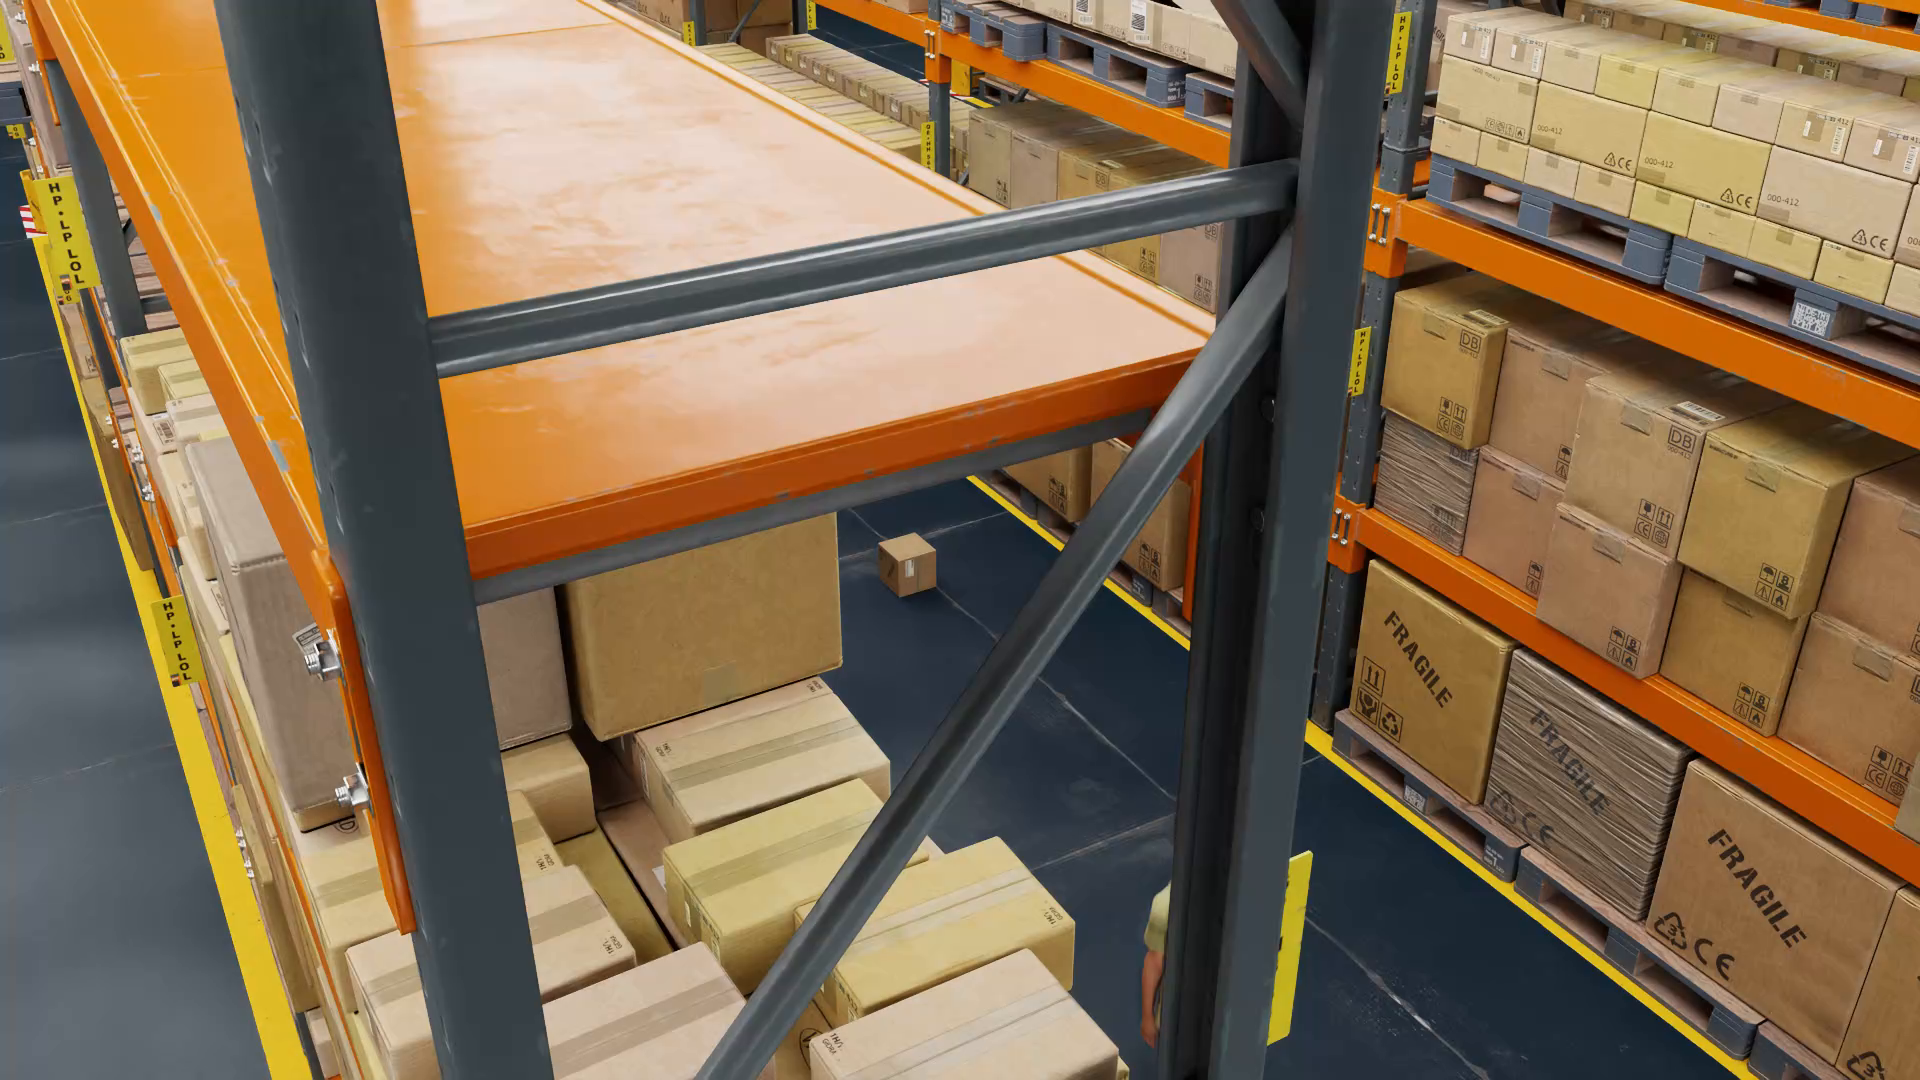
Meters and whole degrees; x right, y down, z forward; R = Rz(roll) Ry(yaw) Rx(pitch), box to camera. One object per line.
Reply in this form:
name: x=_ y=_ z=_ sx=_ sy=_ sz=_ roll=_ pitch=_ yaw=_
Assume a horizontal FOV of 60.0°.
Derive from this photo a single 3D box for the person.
person: x=0.843 y=1.620 z=5.618 sx=0.453 sy=1.651 sz=0.634 roll=-6 pitch=30 yaw=-11
